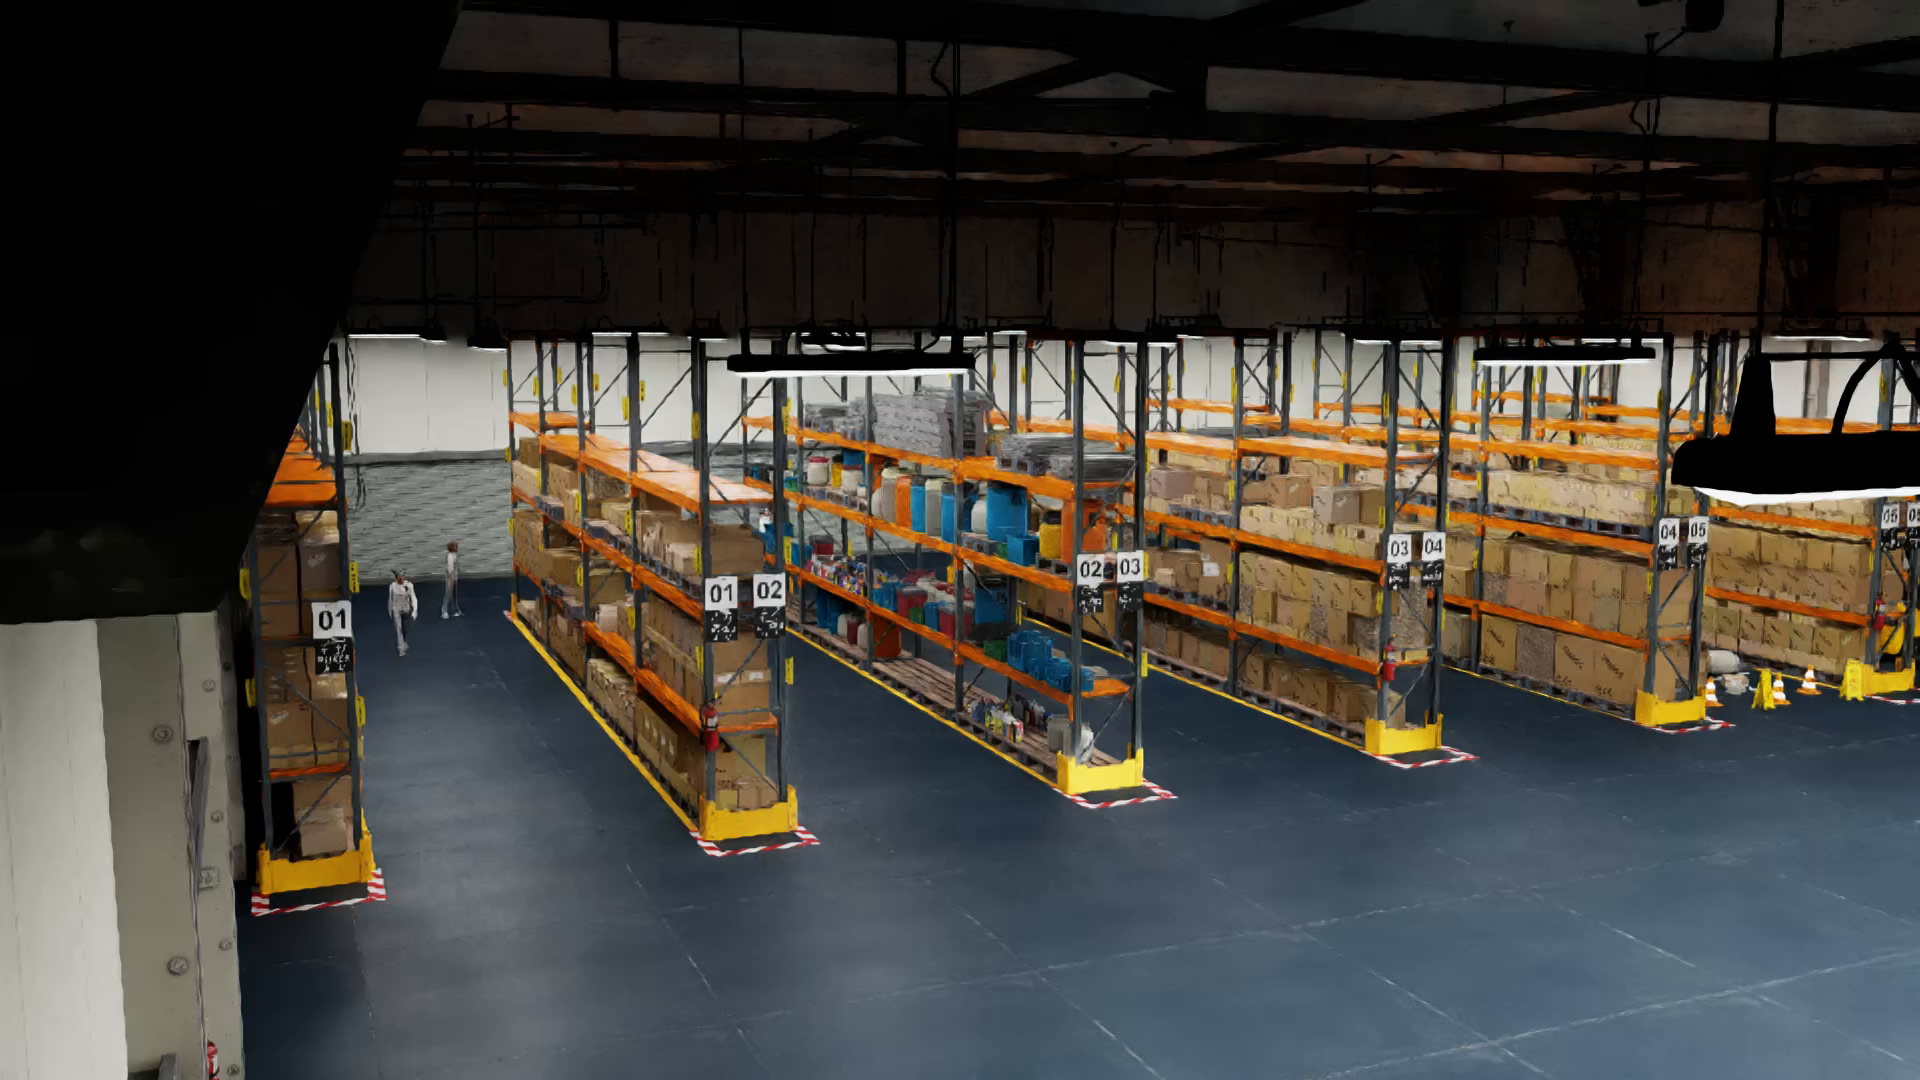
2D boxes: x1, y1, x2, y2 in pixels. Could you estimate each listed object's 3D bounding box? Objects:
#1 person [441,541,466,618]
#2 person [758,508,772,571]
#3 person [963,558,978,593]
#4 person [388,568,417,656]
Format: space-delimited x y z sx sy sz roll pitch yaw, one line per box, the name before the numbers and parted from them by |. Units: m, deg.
person | -10.626 0.819 34.763 0.472 1.595 0.529 -2 8 -11
person | -4.847 0.010 40.480 0.470 1.669 0.665 3 8 21
person | 0.158 0.703 34.927 0.593 1.759 0.476 6 10 36
person | -10.398 1.302 31.049 0.502 1.624 0.997 -3 8 -24
